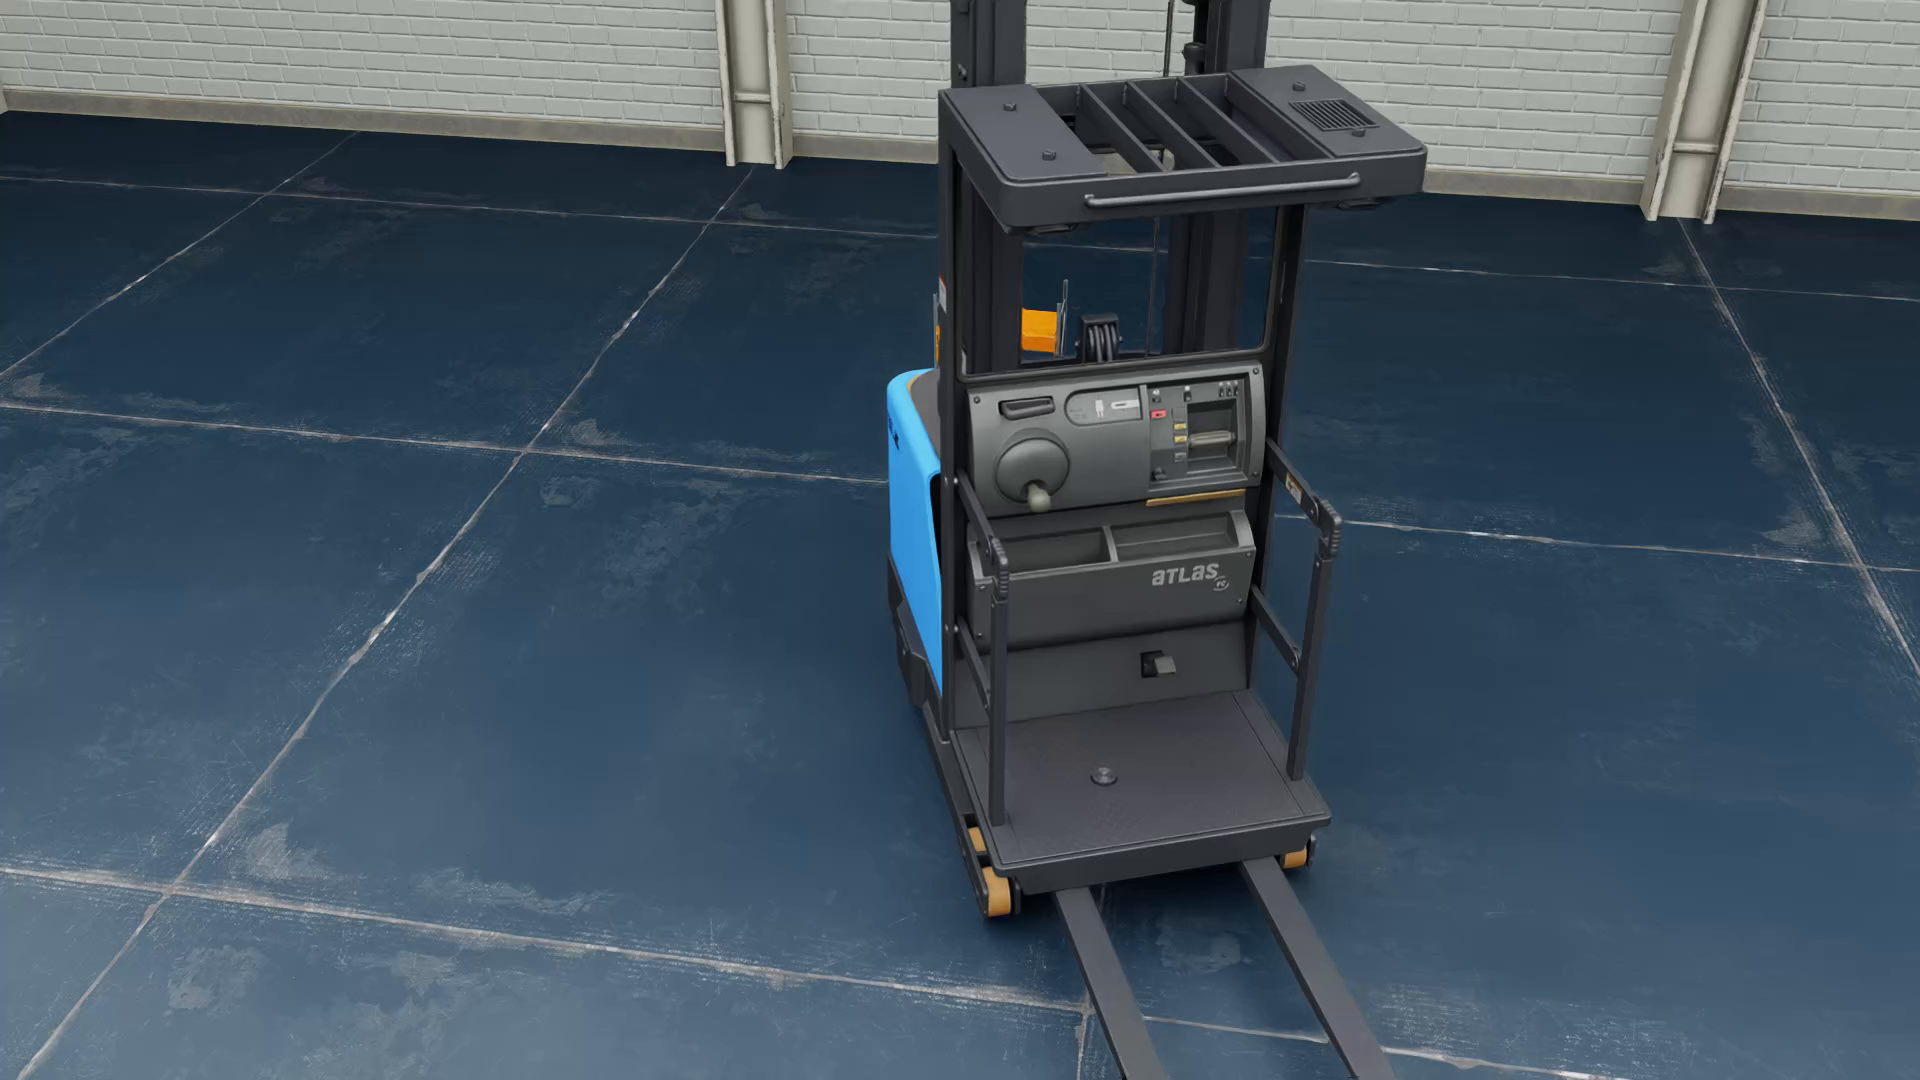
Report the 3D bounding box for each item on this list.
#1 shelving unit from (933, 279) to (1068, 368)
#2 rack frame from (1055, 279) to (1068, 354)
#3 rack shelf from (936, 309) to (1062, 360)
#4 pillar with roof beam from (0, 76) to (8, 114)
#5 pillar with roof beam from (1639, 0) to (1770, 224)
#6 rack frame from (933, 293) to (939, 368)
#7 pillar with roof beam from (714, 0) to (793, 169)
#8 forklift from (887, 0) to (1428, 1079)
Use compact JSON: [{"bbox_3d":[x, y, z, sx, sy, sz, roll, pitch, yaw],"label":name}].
[{"bbox_3d":[0.163,-0.494,6.908,0.503,1.200,0.258,5,32,8],"label":"shelving unit"},{"bbox_3d":[0.404,-0.472,6.873,0.015,1.200,0.240,5,32,8],"label":"rack frame"},{"bbox_3d":[0.163,-0.827,6.700,0.480,0.148,0.258,5,32,8],"label":"rack shelf"},{"bbox_3d":[-8.008,-4.710,6.293,0.400,9.000,9.100,5,32,8],"label":"pillar with roof beam"},{"bbox_3d":[3.821,-3.639,4.582,0.400,9.000,9.100,5,32,8],"label":"pillar with roof beam"},{"bbox_3d":[-0.077,-0.516,6.943,0.015,1.200,0.240,5,32,8],"label":"rack frame"},{"bbox_3d":[-2.093,-4.174,5.438,0.400,9.000,9.100,5,32,8],"label":"pillar with roof beam"},{"bbox_3d":[0.535,-0.258,4.899,1.130,2.935,3.031,-7,33,-11],"label":"forklift"}]
